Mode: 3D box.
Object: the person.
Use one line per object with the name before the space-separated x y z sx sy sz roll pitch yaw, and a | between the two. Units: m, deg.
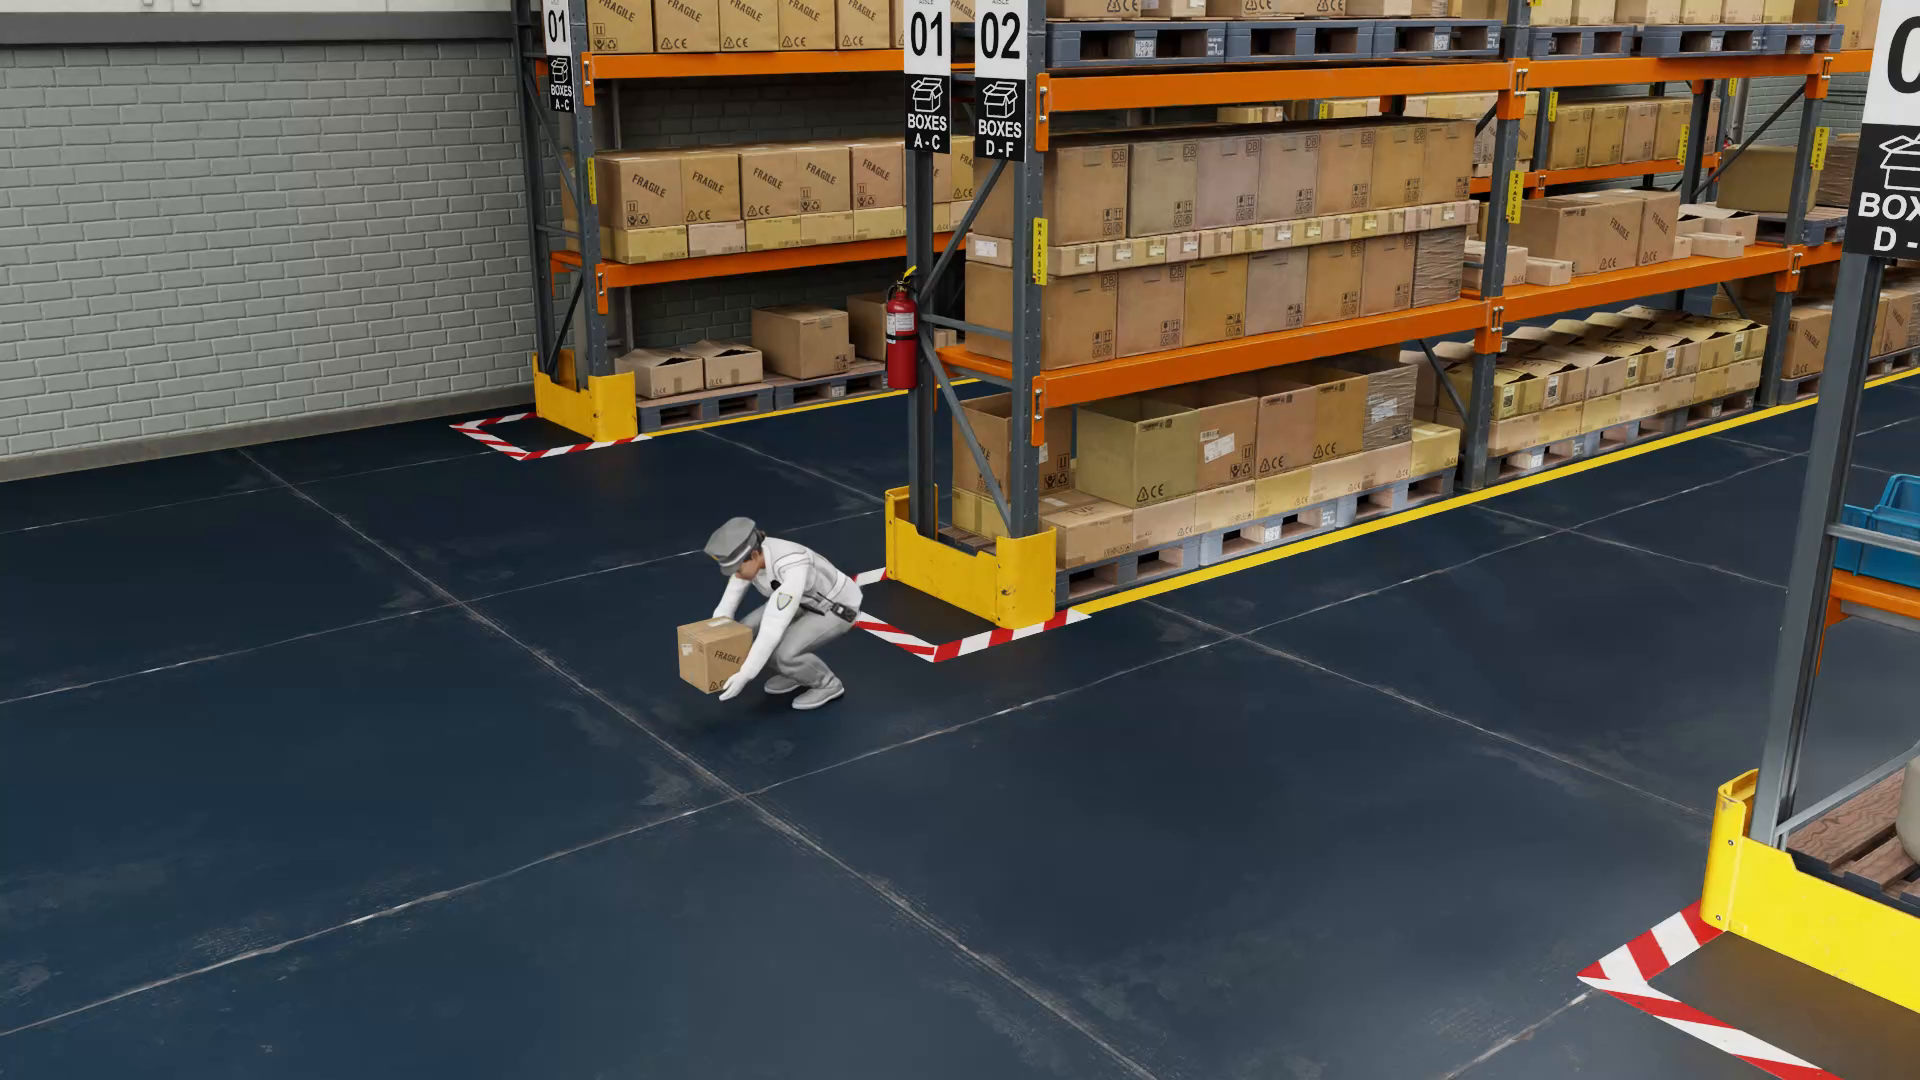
person | -0.833 0.315 7.732 0.825 0.964 0.495 -14 22 -36
